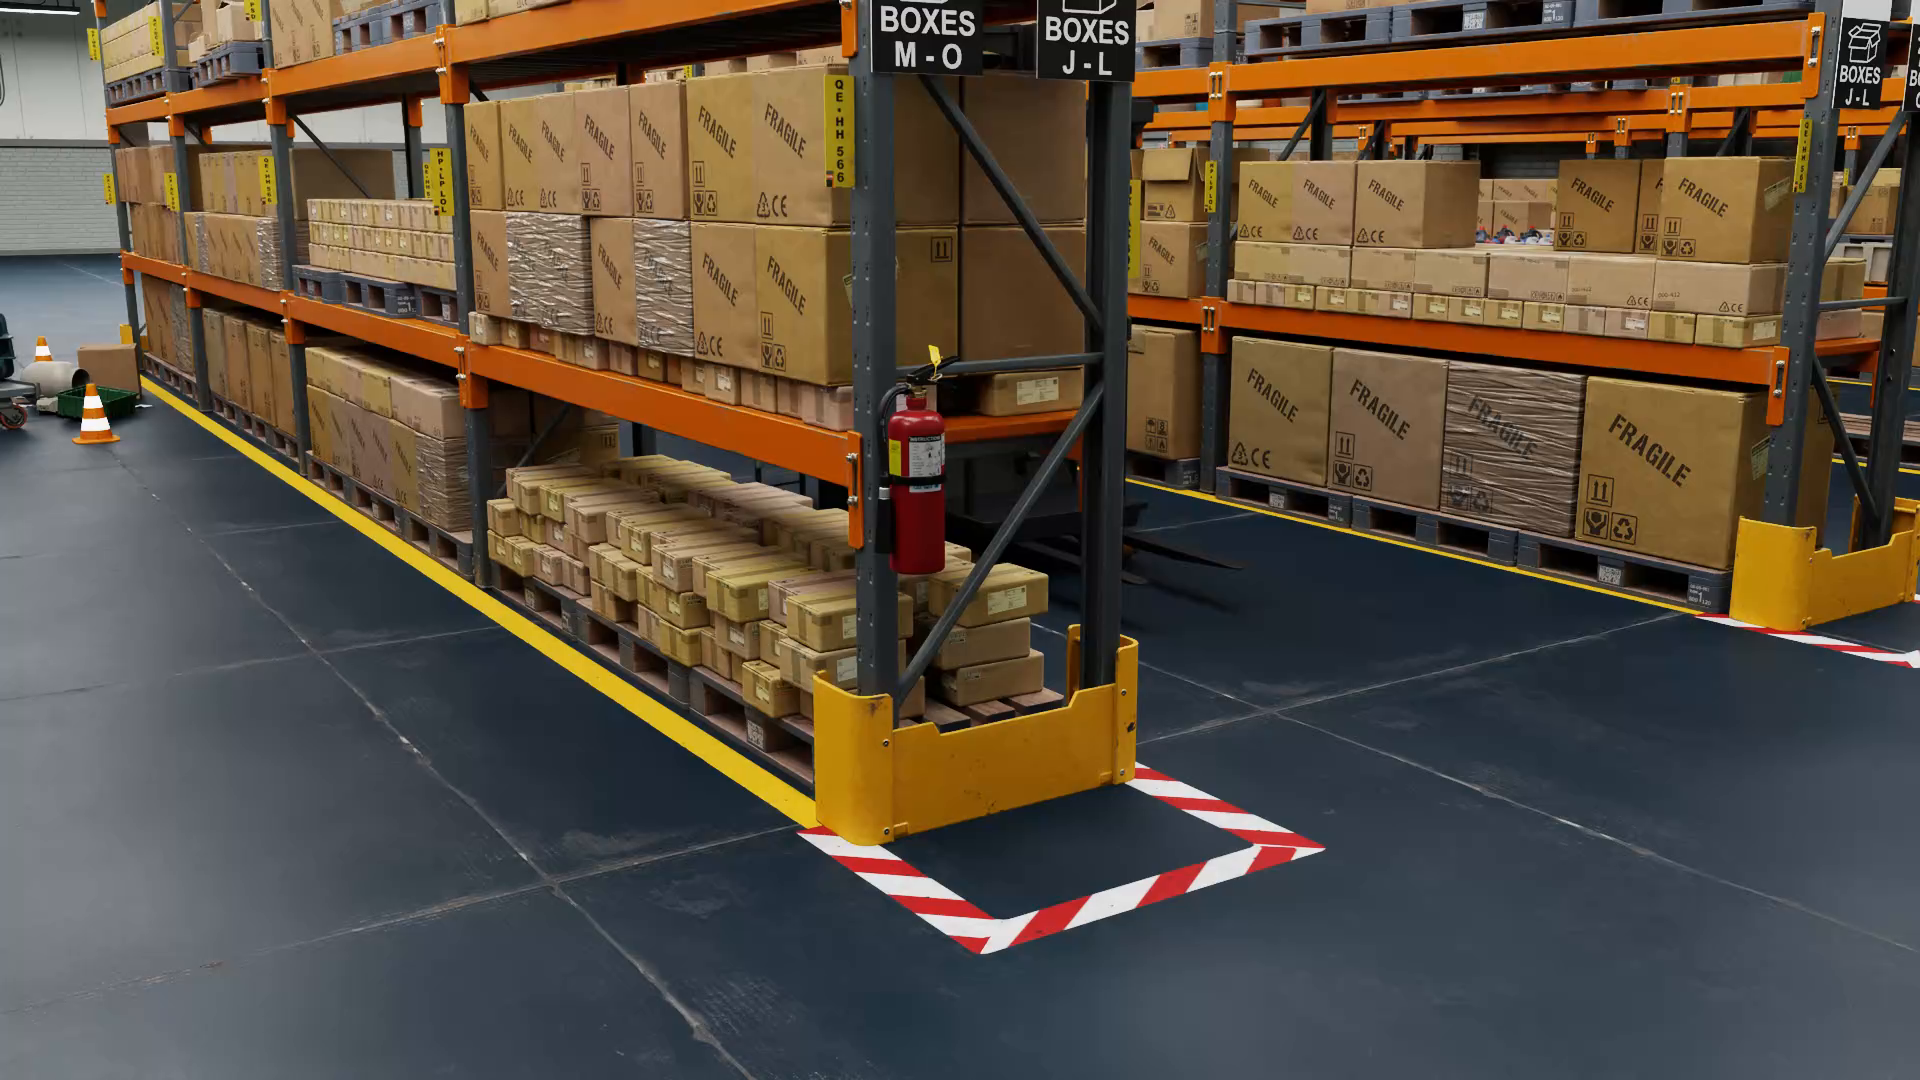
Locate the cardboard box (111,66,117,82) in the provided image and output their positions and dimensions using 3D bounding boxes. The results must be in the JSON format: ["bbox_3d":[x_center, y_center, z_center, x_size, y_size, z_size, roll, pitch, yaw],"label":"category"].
[{"bbox_3d":[-8.547,-4.813,17.201,0.380,0.149,0.250,-8,15,-33],"label":"cardboard box"}]

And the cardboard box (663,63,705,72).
[{"bbox_3d":[-2.811,-5.217,17.574,0.500,0.500,0.500,-9,15,-34],"label":"cardboard box"}]

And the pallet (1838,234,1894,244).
[{"bbox_3d":[9.980,-3.074,17.345,1.003,0.211,1.213,-8,15,-33],"label":"pallet"}]

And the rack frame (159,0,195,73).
[{"bbox_3d":[-6.534,-5.625,14.519,1.000,3.000,0.127,-8,15,-33],"label":"rack frame"}]

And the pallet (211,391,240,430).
[{"bbox_3d":[-6.044,-1.204,14.871,1.003,0.211,1.213,-8,15,-33],"label":"pallet"}]

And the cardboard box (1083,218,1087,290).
[{"bbox_3d":[1.033,-2.121,12.306,0.500,0.500,0.500,-8,15,-33],"label":"cardboard box"}]

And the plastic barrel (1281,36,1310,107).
[{"bbox_3d":[3.716,-5.020,17.602,0.600,0.901,0.600,0,12,0],"label":"plastic barrel"}]

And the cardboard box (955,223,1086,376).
[{"bbox_3d":[0.096,-0.867,5.873,0.500,0.500,0.500,-7,14,-30],"label":"cardboard box"}]

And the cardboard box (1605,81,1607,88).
[{"bbox_3d":[7.818,-5.395,19.858,0.500,0.250,0.500,-9,15,-37],"label":"cardboard box"}]

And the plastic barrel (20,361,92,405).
[{"bbox_3d":[-8.440,-1.456,15.528,0.512,0.421,0.421,1,12,6],"label":"plastic barrel"}]

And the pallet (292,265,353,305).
[{"bbox_3d":[-3.835,-1.775,11.406,1.213,0.211,1.003,-8,15,-33],"label":"pallet"}]

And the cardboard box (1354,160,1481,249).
[{"bbox_3d":[2.694,-1.983,9.807,0.500,0.500,0.500,-9,15,-35],"label":"cardboard box"}]

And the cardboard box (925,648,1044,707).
[{"bbox_3d":[0.091,0.497,6.260,0.380,0.149,0.250,-8,15,-32],"label":"cardboard box"}]

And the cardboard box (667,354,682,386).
[{"bbox_3d":[-0.942,-0.701,6.635,0.380,0.149,0.250,-9,15,-35],"label":"cardboard box"}]

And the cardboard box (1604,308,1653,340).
[{"bbox_3d":[3.544,-1.122,8.558,0.380,0.149,0.250,-8,15,-33],"label":"cardboard box"}]

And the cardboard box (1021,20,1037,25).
[{"bbox_3d":[0.816,-4.028,13.022,0.500,0.500,0.500,-7,14,-30],"label":"cardboard box"}]

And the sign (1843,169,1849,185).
[{"bbox_3d":[11.791,-4.772,22.136,0.100,0.325,0.005,-8,15,-33],"label":"sign"}]

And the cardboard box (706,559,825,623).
[{"bbox_3d":[-0.731,0.190,6.268,0.380,0.149,0.250,-8,15,-34],"label":"cardboard box"}]

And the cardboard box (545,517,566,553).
[{"bbox_3d":[-1.788,-0.053,8.078,0.380,0.149,0.250,-8,15,-33],"label":"cardboard box"}]

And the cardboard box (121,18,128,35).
[{"bbox_3d":[-7.985,-5.023,16.293,0.380,0.149,0.250,-8,15,-32],"label":"cardboard box"}]

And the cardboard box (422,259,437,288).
[{"bbox_3d":[-2.768,-1.492,9.267,0.380,0.149,0.250,-8,15,-33],"label":"cardboard box"}]

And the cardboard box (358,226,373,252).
[{"bbox_3d":[-3.503,-1.872,10.309,0.380,0.149,0.250,-8,15,-33],"label":"cardboard box"}]

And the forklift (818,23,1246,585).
[{"bbox_3d":[0.332,-1.318,9.026,1.130,2.935,3.031,-8,14,-31],"label":"forklift"}]

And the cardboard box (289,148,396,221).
[{"bbox_3d":[-4.559,-2.601,12.160,0.700,0.500,0.500,-8,15,-33],"label":"cardboard box"}]

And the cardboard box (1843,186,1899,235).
[{"bbox_3d":[9.822,-3.492,17.591,0.700,0.500,0.500,-6,14,-24],"label":"cardboard box"}]

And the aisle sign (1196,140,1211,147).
[{"bbox_3d":[3.892,-6.463,26.309,0.394,0.787,0.004,-8,15,-33],"label":"aisle sign"}]

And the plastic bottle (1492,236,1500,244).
[{"bbox_3d":[4.924,-2.664,15.323,0.097,0.271,0.097,0,12,0],"label":"plastic bottle"}]

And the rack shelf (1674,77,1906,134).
[{"bbox_3d":[7.315,-3.185,12.067,1.077,0.370,4.000,-8,15,-33],"label":"rack shelf"}]

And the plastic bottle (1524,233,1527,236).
[{"bbox_3d":[5.379,-2.800,15.916,0.061,0.283,0.133,-8,15,-33],"label":"plastic bottle"}]

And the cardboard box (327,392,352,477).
[{"bbox_3d":[-3.857,-0.722,11.009,0.500,0.500,0.500,-8,15,-32],"label":"cardboard box"}]

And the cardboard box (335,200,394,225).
[{"bbox_3d":[-3.794,-2.112,10.710,0.380,0.149,0.250,-9,15,-35],"label":"cardboard box"}]

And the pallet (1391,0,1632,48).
[{"bbox_3d":[3.200,-2.899,9.283,1.003,0.211,1.213,-8,15,-33],"label":"pallet"}]

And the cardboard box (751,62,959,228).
[{"bbox_3d":[-0.346,-1.295,5.489,0.500,0.500,0.500,-8,15,-34],"label":"cardboard box"}]

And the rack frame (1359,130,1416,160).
[{"bbox_3d":[5.900,-4.435,23.121,1.000,3.000,0.127,-8,15,-33],"label":"rack frame"}]

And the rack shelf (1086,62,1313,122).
[{"bbox_3d":[0.975,-3.310,12.639,1.077,0.370,4.000,-8,15,-33],"label":"rack shelf"}]

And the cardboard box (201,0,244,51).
[{"bbox_3d":[-5.514,-4.027,12.783,0.500,0.500,0.500,-8,15,-33],"label":"cardboard box"}]

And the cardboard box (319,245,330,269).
[{"bbox_3d":[-4.090,-1.914,11.198,0.380,0.149,0.250,-7,14,-30],"label":"cardboard box"}]

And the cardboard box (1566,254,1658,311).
[{"bbox_3d":[3.529,-1.346,8.651,0.500,0.250,0.500,-8,15,-34],"label":"cardboard box"}]

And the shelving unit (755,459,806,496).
[{"bbox_3d":[-0.943,-0.945,10.671,0.431,1.500,0.755,-11,17,-42],"label":"shelving unit"}]

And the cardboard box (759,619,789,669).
[{"bbox_3d":[-0.516,0.369,6.145,0.380,0.149,0.250,-9,15,-34],"label":"cardboard box"}]

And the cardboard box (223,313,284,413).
[{"bbox_3d":[-5.584,-1.528,14.113,1.050,0.750,0.750,-8,15,-33],"label":"cardboard box"}]

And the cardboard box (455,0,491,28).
[{"bbox_3d":[-2.065,-2.550,7.830,0.500,0.250,0.500,-7,14,-30],"label":"cardboard box"}]

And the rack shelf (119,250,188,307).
[{"bbox_3d":[-7.642,-2.698,16.864,1.077,0.370,4.000,-8,15,-33],"label":"rack shelf"}]

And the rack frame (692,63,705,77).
[{"bbox_3d":[-2.349,-6.194,17.122,1.000,3.000,0.127,-8,15,-33],"label":"rack frame"}]

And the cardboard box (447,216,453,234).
[{"bbox_3d":[-2.487,-1.693,8.793,0.380,0.149,0.250,-7,14,-30],"label":"cardboard box"}]

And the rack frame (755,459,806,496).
[{"bbox_3d":[-1.193,-1.002,10.932,0.400,1.500,0.023,-11,17,-42],"label":"rack frame"}]

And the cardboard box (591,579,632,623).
[{"bbox_3d":[-1.415,0.245,7.410,0.380,0.149,0.250,-9,15,-34],"label":"cardboard box"}]

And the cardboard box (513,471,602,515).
[{"bbox_3d":[-1.980,-0.233,8.202,0.380,0.149,0.250,-7,14,-30],"label":"cardboard box"}]

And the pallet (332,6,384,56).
[{"bbox_3d":[-2.932,-2.951,9.755,1.213,0.211,1.003,-8,15,-33],"label":"pallet"}]

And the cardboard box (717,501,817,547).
[{"bbox_3d":[-0.858,-0.062,7.419,0.380,0.149,0.250,-8,15,-33],"label":"cardboard box"}]

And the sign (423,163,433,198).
[{"bbox_3d":[-3.872,-2.576,12.093,0.100,0.325,0.005,-8,15,-33],"label":"sign"}]

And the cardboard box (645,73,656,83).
[{"bbox_3d":[-3.227,-5.012,18.158,0.380,0.149,0.250,-9,15,-34],"label":"cardboard box"}]

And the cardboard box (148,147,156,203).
[{"bbox_3d":[-7.597,-3.654,16.672,0.875,0.550,0.500,-8,15,-33],"label":"cardboard box"}]

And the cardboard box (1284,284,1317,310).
[{"bbox_3d":[2.262,-1.532,10.435,0.380,0.149,0.250,-8,14,-31],"label":"cardboard box"}]

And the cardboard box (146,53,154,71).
[{"bbox_3d":[-7.287,-4.408,15.348,0.380,0.149,0.250,-8,15,-32],"label":"cardboard box"}]

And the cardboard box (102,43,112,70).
[{"bbox_3d":[-8.697,-5.081,17.490,0.500,0.250,0.500,-8,15,-33],"label":"cardboard box"}]

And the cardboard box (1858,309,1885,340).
[{"bbox_3d":[9.553,-2.149,17.488,0.500,0.500,0.500,-8,15,-33],"label":"cardboard box"}]
